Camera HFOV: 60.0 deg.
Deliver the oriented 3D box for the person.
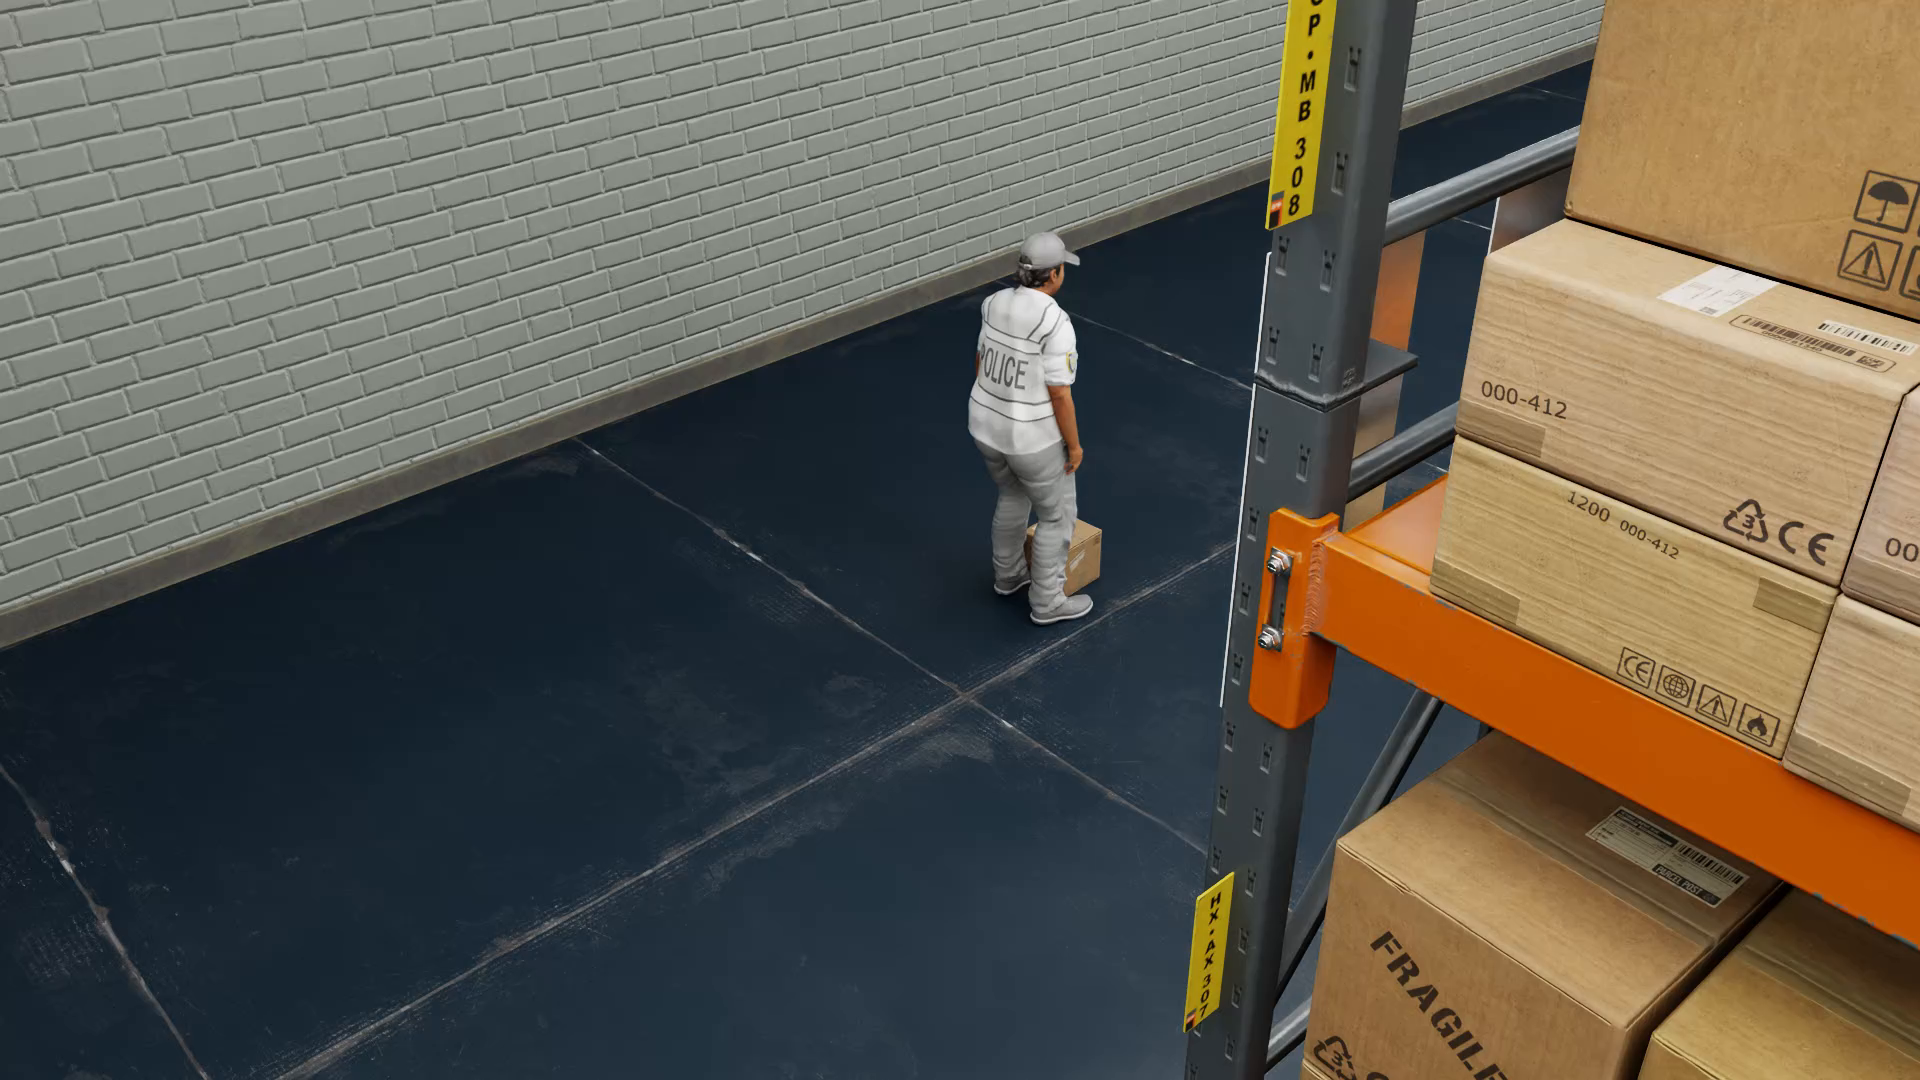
[{"bbox_3d":[0.299,-0.453,6.856,0.469,1.666,0.542,-26,40,-35],"label":"person"}]
